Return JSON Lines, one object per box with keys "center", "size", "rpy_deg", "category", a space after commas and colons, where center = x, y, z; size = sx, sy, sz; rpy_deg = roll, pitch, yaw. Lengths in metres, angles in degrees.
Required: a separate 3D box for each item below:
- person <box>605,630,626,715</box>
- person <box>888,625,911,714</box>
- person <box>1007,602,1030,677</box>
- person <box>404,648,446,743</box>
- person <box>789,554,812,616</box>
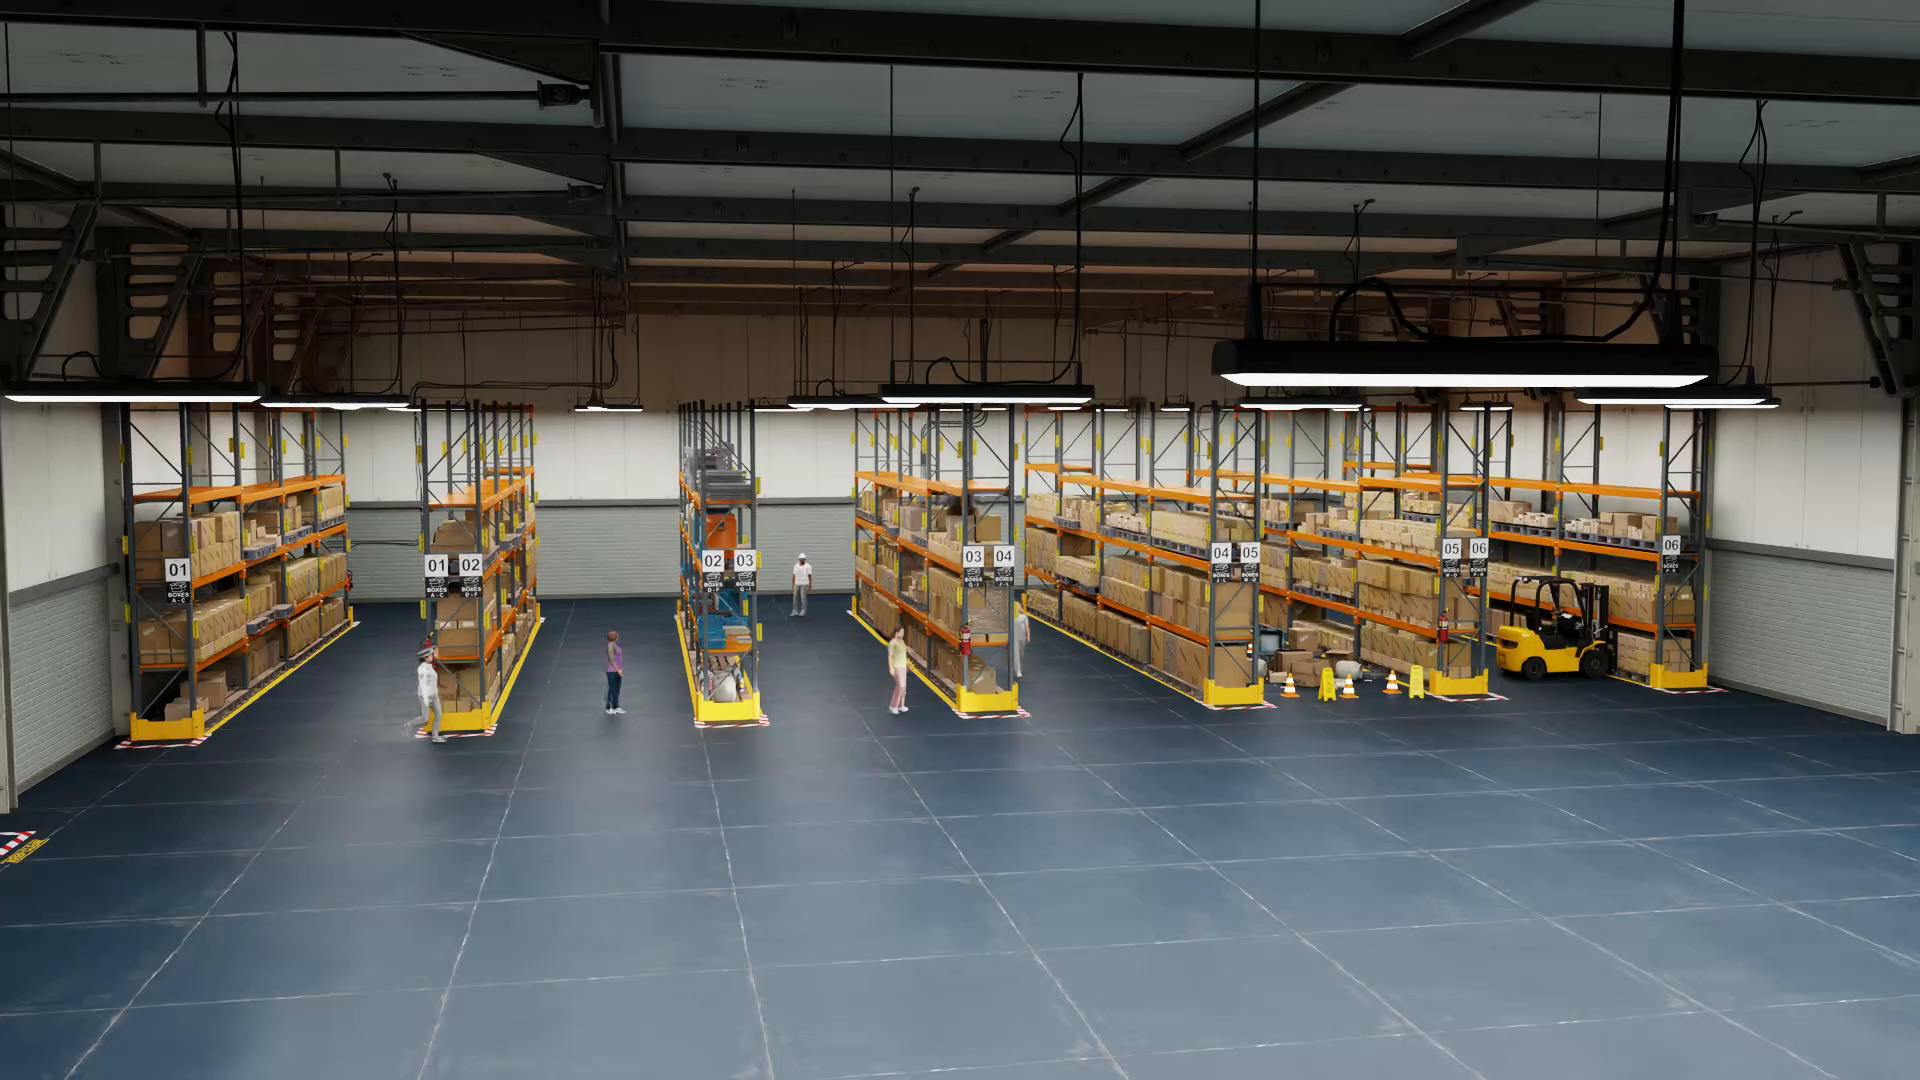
{"center": [-6.569, 2.534, 31.818], "size": [0.441, 1.615, 0.446], "rpy_deg": [1, 5, 18], "category": "person"}
{"center": [-1.185, 2.495, 32.085], "size": [0.380, 1.717, 0.518], "rpy_deg": [2, 5, 26], "category": "person"}
{"center": [1.286, 2.169, 36.391], "size": [0.458, 1.611, 1.001], "rpy_deg": [-1, 4, -13], "category": "person"}
{"center": [-9.315, 2.700, 28.963], "size": [0.697, 1.660, 0.503], "rpy_deg": [2, 5, 21], "category": "person"}
{"center": [-4.532, 1.280, 47.367], "size": [0.614, 1.795, 0.436], "rpy_deg": [2, 5, 29], "category": "person"}
